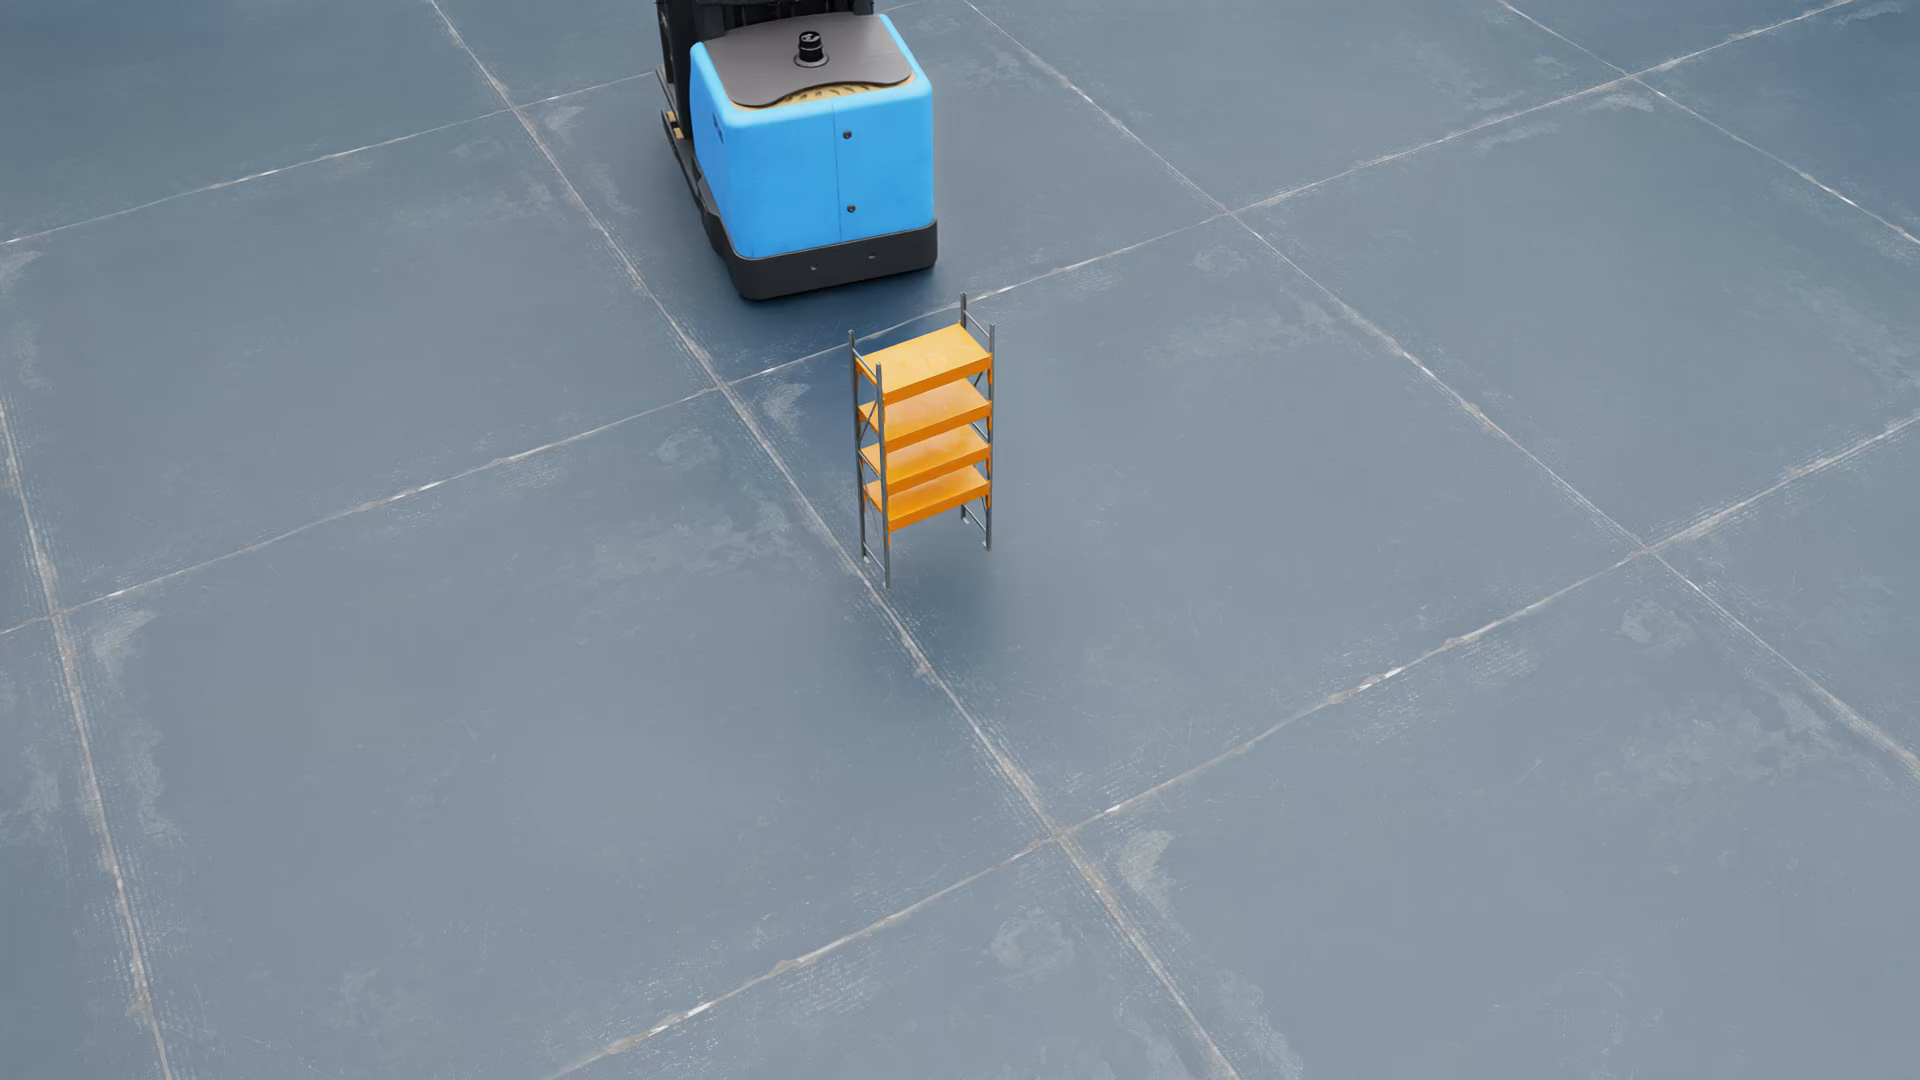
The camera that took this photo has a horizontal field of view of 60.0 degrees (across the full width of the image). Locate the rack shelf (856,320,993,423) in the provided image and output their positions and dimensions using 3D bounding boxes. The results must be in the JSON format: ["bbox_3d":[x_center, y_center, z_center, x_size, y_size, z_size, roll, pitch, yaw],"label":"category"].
[{"bbox_3d":[-0.144,-0.655,6.429,0.480,0.148,0.258,-22,48,-21],"label":"rack shelf"}]

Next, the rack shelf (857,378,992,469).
[{"bbox_3d":[-0.144,-0.485,6.593,0.480,0.148,0.258,-22,48,-21],"label":"rack shelf"}]

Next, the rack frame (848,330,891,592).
[{"bbox_3d":[-0.355,-0.288,6.615,0.015,1.200,0.240,-22,48,-21],"label":"rack frame"}]

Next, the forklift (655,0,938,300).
[{"bbox_3d":[-1.068,-3.298,8.473,1.130,2.935,3.031,-13,46,-13],"label":"forklift"}]

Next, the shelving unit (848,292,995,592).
[{"bbox_3d":[-0.144,-0.373,6.702,0.503,1.200,0.258,-22,48,-21],"label":"shelving unit"}]

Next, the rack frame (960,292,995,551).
[{"bbox_3d":[0.068,-0.458,6.790,0.015,1.200,0.240,-22,48,-21],"label":"rack frame"}]

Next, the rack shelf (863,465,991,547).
[{"bbox_3d":[-0.144,-0.182,6.887,0.480,0.148,0.258,-22,48,-21],"label":"rack shelf"}]

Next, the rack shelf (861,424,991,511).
[{"bbox_3d":[-0.144,-0.325,6.749,0.480,0.148,0.258,-22,48,-21],"label":"rack shelf"}]
